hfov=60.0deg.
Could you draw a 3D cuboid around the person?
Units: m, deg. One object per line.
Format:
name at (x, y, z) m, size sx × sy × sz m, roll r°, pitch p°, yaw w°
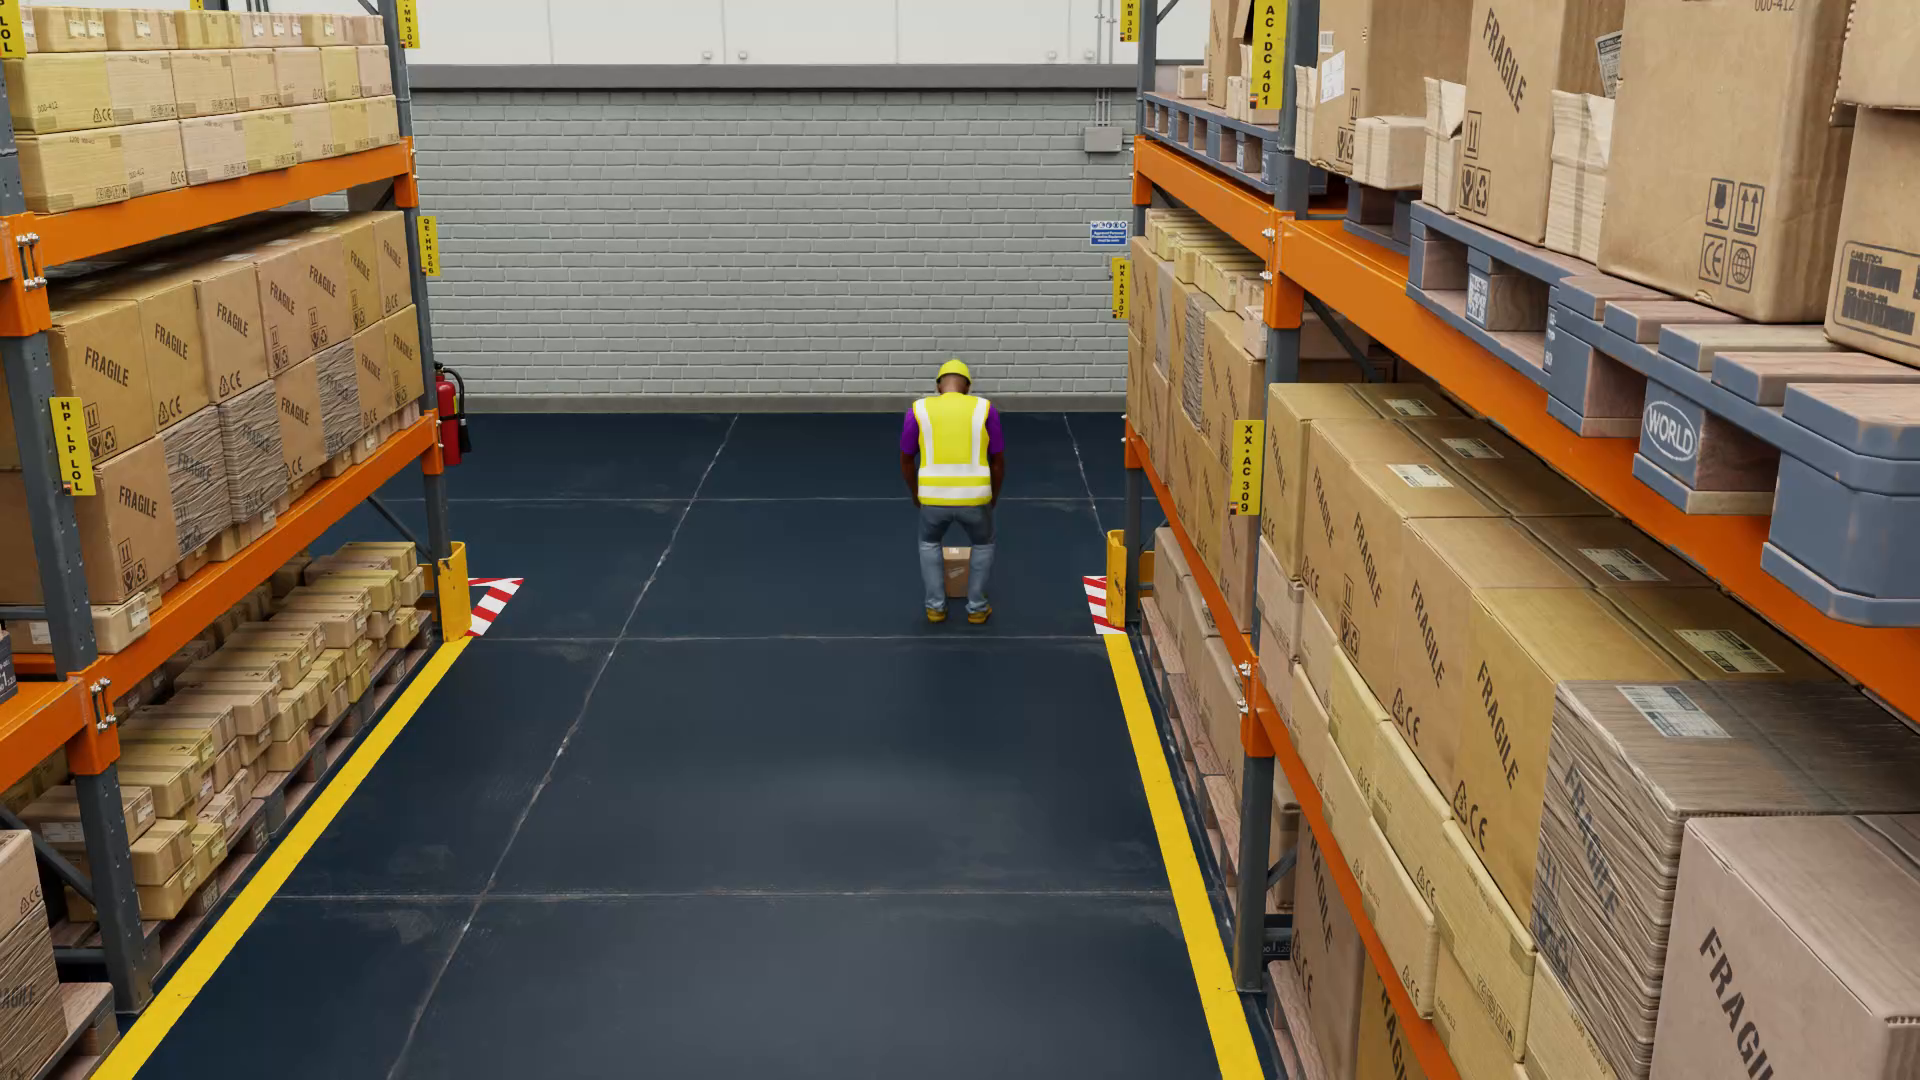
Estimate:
person at (-0.052, -0.279, 9.844) m, size 0.627 × 1.517 × 0.687 m, roll 2°, pitch 17°, yaw 5°
